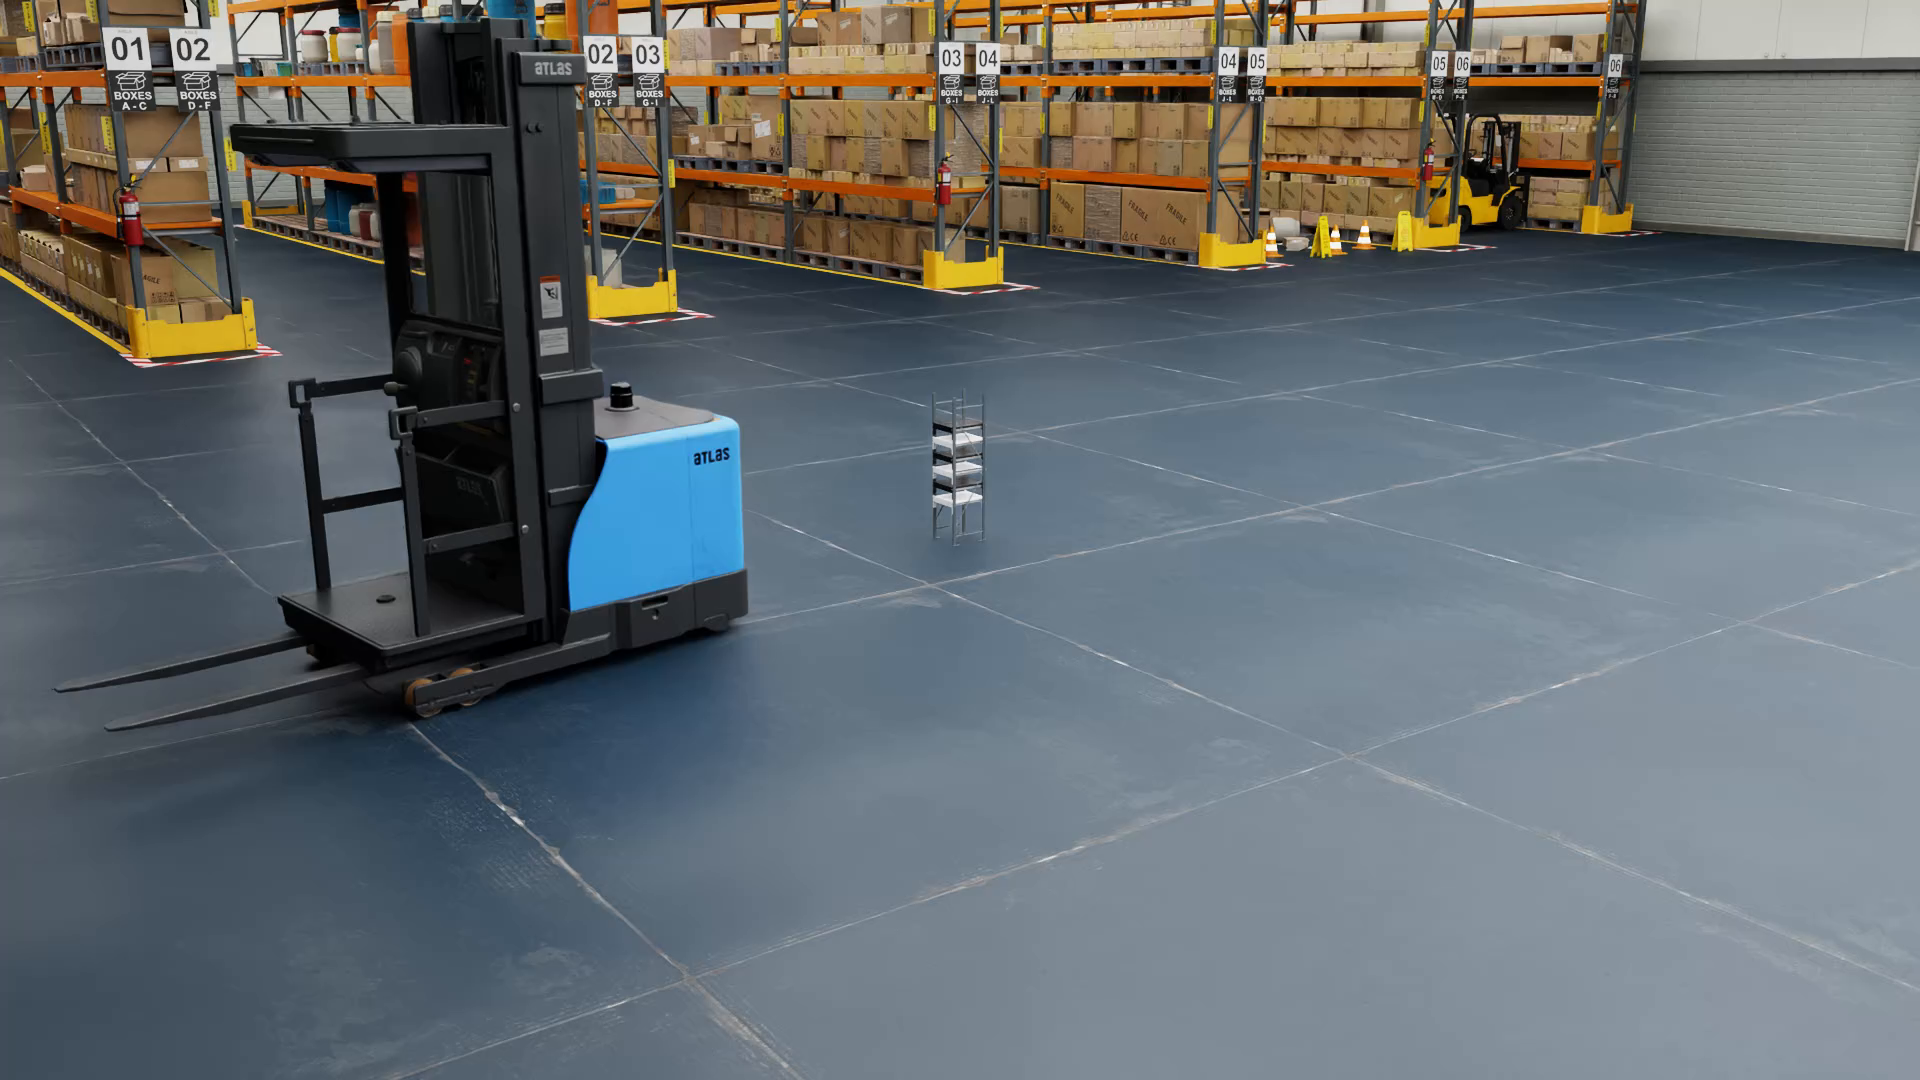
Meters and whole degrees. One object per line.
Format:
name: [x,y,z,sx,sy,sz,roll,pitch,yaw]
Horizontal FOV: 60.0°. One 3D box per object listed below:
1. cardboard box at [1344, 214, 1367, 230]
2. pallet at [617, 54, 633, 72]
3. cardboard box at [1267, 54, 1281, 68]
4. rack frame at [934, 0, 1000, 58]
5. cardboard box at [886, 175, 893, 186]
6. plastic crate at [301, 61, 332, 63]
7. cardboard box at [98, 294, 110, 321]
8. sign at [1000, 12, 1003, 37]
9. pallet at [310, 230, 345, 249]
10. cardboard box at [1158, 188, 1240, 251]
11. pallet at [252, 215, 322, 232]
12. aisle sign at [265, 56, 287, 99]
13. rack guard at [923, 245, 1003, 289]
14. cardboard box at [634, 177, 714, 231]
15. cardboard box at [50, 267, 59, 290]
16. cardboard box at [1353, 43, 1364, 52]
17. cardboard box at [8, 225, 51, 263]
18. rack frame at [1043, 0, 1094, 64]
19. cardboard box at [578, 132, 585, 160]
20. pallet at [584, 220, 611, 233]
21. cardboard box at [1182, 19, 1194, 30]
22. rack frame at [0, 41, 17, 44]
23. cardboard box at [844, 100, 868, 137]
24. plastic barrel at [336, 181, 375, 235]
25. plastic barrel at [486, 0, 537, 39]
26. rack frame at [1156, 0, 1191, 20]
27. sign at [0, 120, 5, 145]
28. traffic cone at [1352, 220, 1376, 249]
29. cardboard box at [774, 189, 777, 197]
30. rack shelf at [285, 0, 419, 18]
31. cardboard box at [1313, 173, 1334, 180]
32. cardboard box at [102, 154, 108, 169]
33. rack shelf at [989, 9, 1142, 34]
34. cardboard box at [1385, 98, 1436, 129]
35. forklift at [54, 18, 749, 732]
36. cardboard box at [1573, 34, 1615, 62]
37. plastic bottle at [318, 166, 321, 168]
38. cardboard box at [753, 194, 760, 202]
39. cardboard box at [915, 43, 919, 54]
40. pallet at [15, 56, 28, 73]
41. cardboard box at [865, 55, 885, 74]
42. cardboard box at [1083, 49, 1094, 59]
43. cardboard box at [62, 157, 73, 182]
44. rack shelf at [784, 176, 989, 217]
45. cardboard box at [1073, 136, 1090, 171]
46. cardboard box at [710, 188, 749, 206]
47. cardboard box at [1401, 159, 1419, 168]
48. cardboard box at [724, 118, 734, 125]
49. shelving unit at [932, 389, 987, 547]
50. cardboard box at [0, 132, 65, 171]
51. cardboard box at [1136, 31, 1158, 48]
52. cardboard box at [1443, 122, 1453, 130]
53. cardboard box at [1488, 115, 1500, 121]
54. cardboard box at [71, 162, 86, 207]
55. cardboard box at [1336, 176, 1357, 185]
cardboard box: [7.121,-5.595,29.249,0.500,0.250,0.500,-11,19,-34]
pallet: [-4.317,-5.716,19.956,1.003,0.211,1.213,-11,19,-35]
cardboard box: [5.798,-8.712,30.262,0.500,0.250,0.500,-11,19,-36]
rack frame: [0.096,-7.831,21.643,1.000,3.000,0.127,-11,19,-35]
cardboard box: [-0.821,-5.060,23.357,0.380,0.149,0.250,-11,19,-35]
plastic crate: [-11.474,-8.423,29.734,0.497,0.269,0.590,-11,19,-35]
cardboard box: [-9.072,-2.557,18.151,0.500,0.250,0.500,-11,19,-35]
sign: [0.535,-6.890,22.231,0.100,0.325,0.005,-11,19,-35]
pallet: [-10.546,-5.215,28.731,1.003,0.211,1.213,-11,19,-35]
cardboard box: [3.716,-4.998,25.886,0.875,0.875,0.875,-11,19,-34]
pallet: [-12.864,-6.058,31.812,1.003,0.211,1.213,-11,19,-35]
aisle sign: [-13.123,-8.900,31.988,0.394,0.787,0.004,-11,19,-35]
rack guard: [0.052,-3.748,22.824,1.175,0.500,0.348,-11,19,-35]
cardboard box: [-4.996,-5.974,29.452,1.225,0.875,0.875,-12,19,-37]
cardboard box: [-11.045,-3.283,20.803,0.500,0.250,0.500,-11,19,-35]
cardboard box: [7.011,-8.501,28.736,0.380,0.149,0.250,-12,19,-36]
cardboard box: [-13.362,-4.279,23.930,0.500,0.500,0.500,-10,18,-32]
rack frame: [1.816,-9.434,27.498,1.000,3.000,0.127,-11,19,-35]
cardboard box: [-6.891,-7.411,31.283,0.500,0.500,0.500,-11,19,-34]
pallet: [-6.445,-6.002,31.606,1.003,0.211,1.213,-11,19,-35]
cardboard box: [3.550,-7.720,24.898,0.380,0.149,0.250,-11,19,-34]
rack frame: [-12.623,-8.003,22.269,1.000,3.000,0.127,-11,19,-35]
cardboard box: [-1.305,-6.012,23.712,0.500,0.500,0.500,-11,19,-35]
plastic barrel: [-10.243,-5.652,28.223,0.600,0.901,0.708,-11,19,-35]
plastic barrel: [-5.763,-6.685,21.392,0.600,0.901,0.708,-11,19,-35]
rack frame: [5.070,-12.703,39.443,1.000,3.000,0.127,-11,19,-35]
sign: [-13.056,-5.543,22.604,0.100,0.325,0.005,-11,19,-35]
traffic cone: [6.816,-5.144,27.994,0.336,0.463,0.334,-11,19,-35]
cardboard box: [-3.739,-7.416,35.533,0.380,0.149,0.250,-11,19,-34]
rack shelf: [-9.790,-8.658,26.784,1.077,0.370,4.000,-11,19,-35]
cardboard box: [8.168,-7.739,36.373,0.875,0.625,0.625,-10,18,-33]
cardboard box: [-8.904,-4.034,17.716,0.380,0.149,0.250,-10,18,-33]
rack shelf: [2.233,-10.965,35.213,1.077,0.370,4.000,-11,19,-35]
cardboard box: [7.635,-7.225,28.145,0.700,0.500,0.500,-11,19,-36]
forklift: [-2.481,-0.795,7.427,3.031,2.935,1.130,-14,21,-42]
cardboard box: [11.668,-9.050,30.602,0.500,0.500,0.500,-10,18,-33]
plastic bottle: [-10.787,-6.435,28.142,0.152,0.276,0.135,-11,19,-35]
cardboard box: [-4.270,-7.440,36.183,0.380,0.149,0.250,-11,19,-35]
cardboard box: [-0.377,-6.589,22.315,0.380,0.149,0.250,-12,19,-36]
pallet: [-11.491,-6.096,21.341,1.003,0.211,1.213,-10,18,-32]
cardboard box: [-0.983,-6.593,23.083,0.500,0.250,0.500,-10,18,-33]
cardboard box: [2.201,-7.824,26.789,0.380,0.149,0.250,-11,19,-35]
cardboard box: [-11.019,-4.582,20.947,0.500,0.500,0.500,-9,18,-31]
rack shelf: [-1.080,-5.018,24.090,1.077,0.370,4.000,-11,19,-35]
cardboard box: [2.384,-6.422,27.573,0.875,0.550,0.550,-11,19,-35]
cardboard box: [-3.869,-5.764,27.935,0.500,0.250,0.500,-8,17,-28]
cardboard box: [7.719,-6.401,28.259,0.380,0.149,0.250,-10,18,-33]
cardboard box: [-4.864,-9.045,36.689,0.500,0.500,0.500,-11,19,-34]
shelving unit: [-0.005,-0.436,9.964,0.258,0.900,0.210,-11,19,-35]
cardboard box: [-13.084,-5.477,23.420,0.500,0.500,0.700,10,18,33]
cardboard box: [3.066,-7.730,25.691,0.500,0.250,0.500,-11,19,-35]
cardboard box: [9.902,-8.298,33.296,0.380,0.149,0.250,-10,18,-33]
cardboard box: [10.542,-8.229,32.478,0.380,0.149,0.250,-11,19,-35]
cardboard box: [-10.005,-4.209,19.585,0.700,0.500,0.500,-11,19,-36]
cardboard box: [6.861,-6.336,29.308,0.380,0.149,0.250,-10,18,-32]
